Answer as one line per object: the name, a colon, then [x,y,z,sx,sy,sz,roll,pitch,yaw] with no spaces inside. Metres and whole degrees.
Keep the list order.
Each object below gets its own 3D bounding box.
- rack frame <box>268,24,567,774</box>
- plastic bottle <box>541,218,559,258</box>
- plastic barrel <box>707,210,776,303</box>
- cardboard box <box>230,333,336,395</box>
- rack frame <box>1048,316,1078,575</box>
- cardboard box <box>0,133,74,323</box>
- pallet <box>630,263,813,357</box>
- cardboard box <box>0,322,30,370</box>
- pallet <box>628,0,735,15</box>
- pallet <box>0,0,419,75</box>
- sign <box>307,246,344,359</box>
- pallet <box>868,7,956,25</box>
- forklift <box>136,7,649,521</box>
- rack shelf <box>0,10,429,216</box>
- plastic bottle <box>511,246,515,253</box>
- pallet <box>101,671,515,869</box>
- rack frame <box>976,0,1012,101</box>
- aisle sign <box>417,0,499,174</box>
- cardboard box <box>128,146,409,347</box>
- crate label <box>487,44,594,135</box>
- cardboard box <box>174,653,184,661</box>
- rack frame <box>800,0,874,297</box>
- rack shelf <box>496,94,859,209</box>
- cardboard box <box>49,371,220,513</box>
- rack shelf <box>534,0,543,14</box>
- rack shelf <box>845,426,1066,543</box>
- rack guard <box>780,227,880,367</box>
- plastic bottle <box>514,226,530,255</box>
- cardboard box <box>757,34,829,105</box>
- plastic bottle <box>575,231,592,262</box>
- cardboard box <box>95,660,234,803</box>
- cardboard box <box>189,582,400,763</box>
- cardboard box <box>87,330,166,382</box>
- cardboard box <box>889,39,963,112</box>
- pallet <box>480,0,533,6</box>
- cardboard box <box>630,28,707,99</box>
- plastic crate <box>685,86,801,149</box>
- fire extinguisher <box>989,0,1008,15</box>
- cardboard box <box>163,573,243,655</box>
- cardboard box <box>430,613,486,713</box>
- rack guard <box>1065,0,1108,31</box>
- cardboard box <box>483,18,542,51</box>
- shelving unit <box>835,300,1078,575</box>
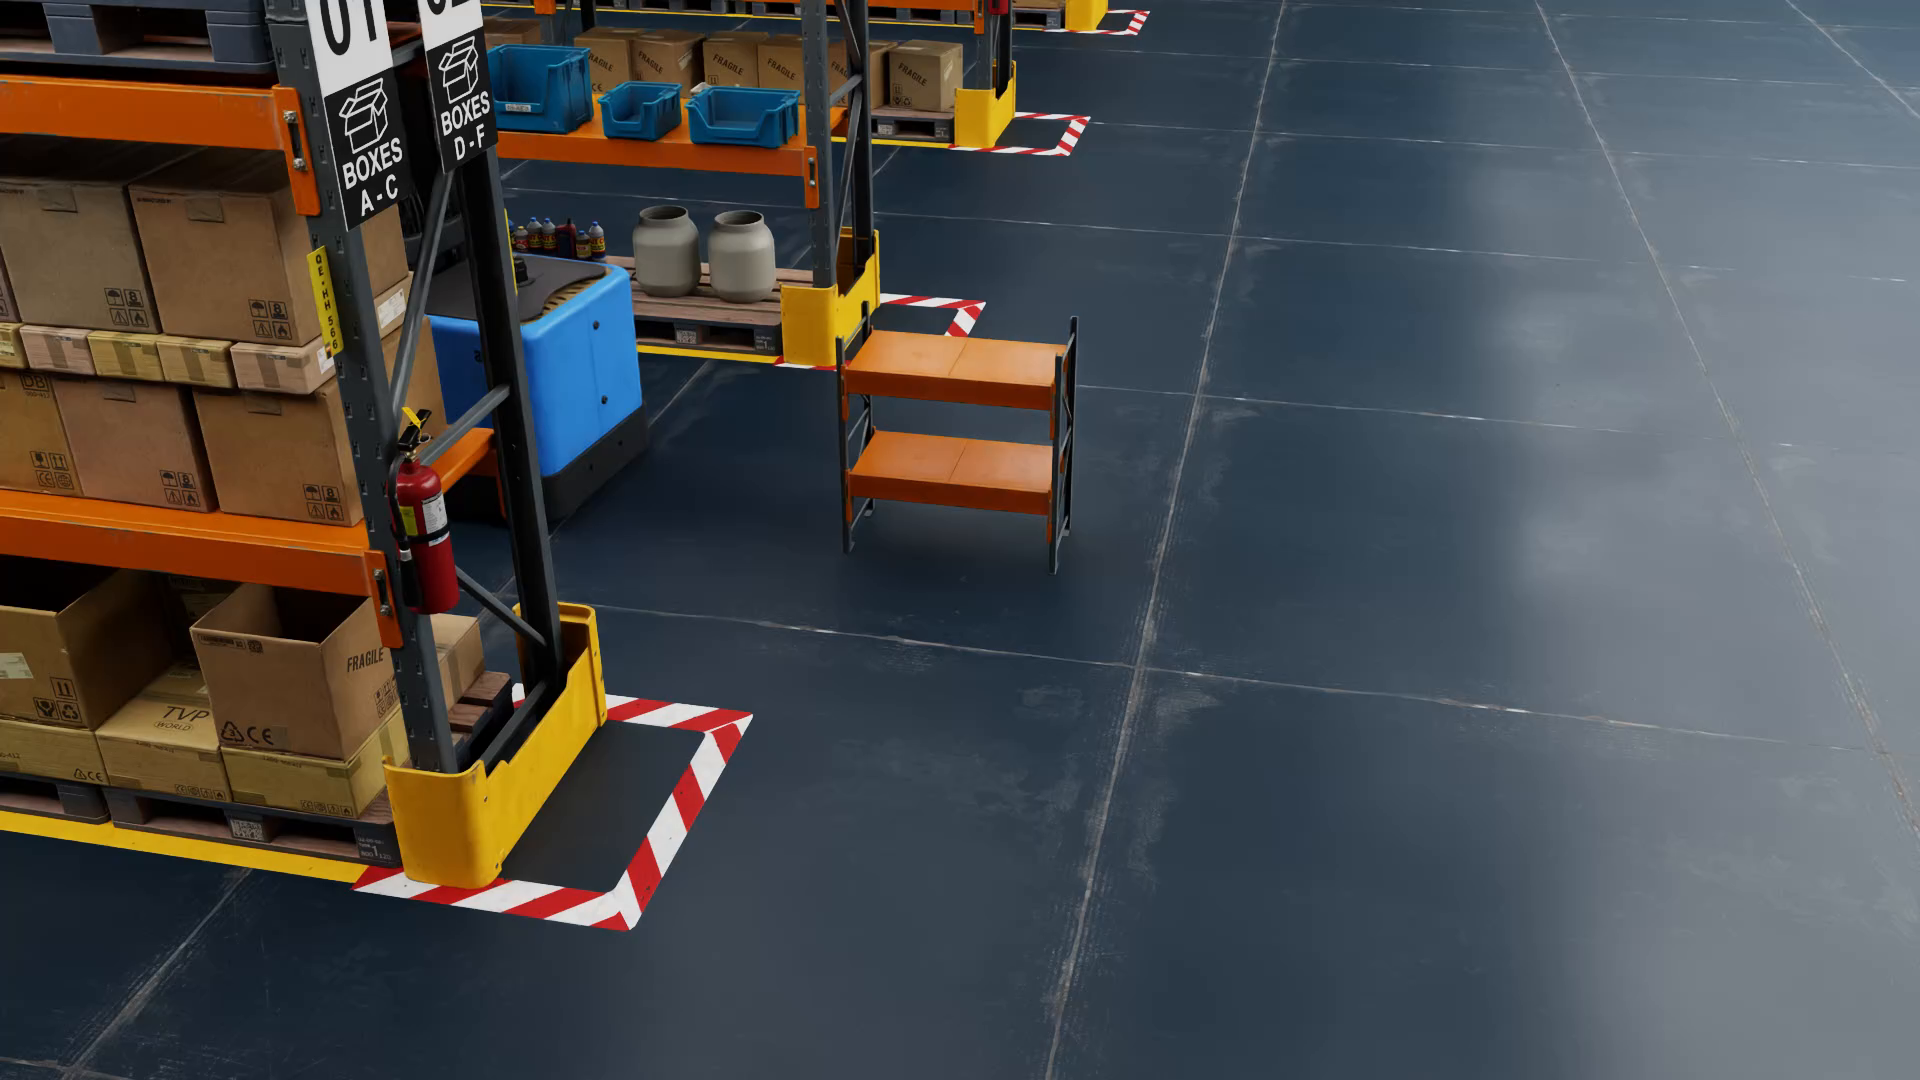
rack frame: [-1.767,-0.351,5.767,0.127,3.000,1.000,6,29,11]
plastic bottle: [-2.772,-2.035,11.227,0.097,0.271,0.097,0,29,0]
plastic barrel: [-1.388,-1.800,10.567,0.421,0.512,0.421,0,29,0]
cardboard box: [-2.180,-0.628,5.494,0.250,0.149,0.380,5,29,10]
rack frame: [0.491,-0.443,7.888,0.032,1.125,0.500,6,29,11]
cardboard box: [-3.281,-1.122,5.721,0.500,0.500,0.700,6,29,11]
pallet: [-1.606,-1.523,10.812,1.213,0.211,1.003,6,29,11]
cardboard box: [-3.189,-0.732,5.683,0.250,0.149,0.380,7,29,12]
pallet: [-3.242,-6.542,19.979,1.213,0.211,1.003,6,29,11]
pallet: [-2.453,-1.711,5.220,1.213,0.211,1.003,6,29,11]
sign: [-1.893,-0.709,4.969,0.005,0.325,0.100,6,29,11]
pallet: [-0.547,-6.266,19.475,1.213,0.211,1.003,6,29,11]
forklift: [-3.267,-1.775,8.440,3.031,2.935,1.130,9,30,17]
rack shelf: [-3.722,-1.552,5.586,4.000,0.370,1.077,6,29,11]
plastic bottle: [-2.835,-1.745,10.684,0.133,0.283,0.061,6,29,11]
pallet: [-2.523,0.815,6.541,1.213,0.211,1.003,6,29,11]
rack frame: [0.306,-5.003,14.264,0.127,3.000,1.000,6,29,11]
aisle sign: [-1.638,-1.628,5.394,0.004,0.787,0.394,6,29,11]
cardboard box: [-2.272,-1.022,5.538,0.500,0.500,0.700,6,29,11]
crate label: [-2.585,-2.750,10.112,0.616,0.435,0.502,6,29,11]
cardboard box: [-3.223,0.414,6.796,0.500,0.250,0.500,6,29,11]
rack frame: [-0.729,-2.677,10.015,0.127,3.000,1.000,6,29,11]
rack shelf: [-2.684,-2.562,10.555,4.000,0.370,1.077,6,29,11]
cardboard box: [-2.735,-0.498,5.932,0.500,0.500,0.700,7,29,12]
rack shelf: [-5.562,-5.289,15.536,4.000,0.370,1.077,6,29,11]
rack shelf: [-0.007,-0.280,8.099,1.000,0.278,0.538,6,29,11]
rack guard: [-0.813,-1.566,10.589,0.348,0.500,1.175,6,29,11]
plastic bottle: [-2.966,-2.025,11.280,0.097,0.201,0.097,0,29,0]
cardboard box: [-1.501,-4.276,15.103,0.500,0.500,0.500,9,30,15]
plastic bottle: [-2.538,-1.981,11.200,0.097,0.201,0.097,0,29,0]
cardboard box: [-2.844,0.712,6.253,0.500,0.250,0.500,6,29,11]
cardboard box: [-2.353,0.428,5.989,0.500,0.500,0.500,6,29,11]
cardboard box: [-2.686,-0.679,5.587,0.250,0.149,0.380,5,29,10]
cardboard box: [-0.301,-4.161,14.892,0.500,0.500,0.500,11,31,20]
pallet: [-5.628,-6.787,20.426,1.213,0.211,1.003,6,29,11]
cardboard box: [-2.661,-4.379,15.290,0.500,0.500,0.500,16,32,26]
plastic crate: [-1.280,-2.521,9.886,0.616,0.251,0.499,6,29,11]
fire extinguisher: [0.322,-4.741,13.866,0.183,0.674,0.296,6,29,11]
cardboard box: [-2.734,0.135,6.525,0.500,0.500,0.500,6,29,11]
cardboard box: [-2.245,0.513,6.616,0.500,0.250,0.500,6,29,11]
rack guard: [1.464,-6.223,19.096,0.348,0.500,1.175,6,29,11]
cardboard box: [-4.202,-4.572,15.622,0.500,0.500,0.700,4,29,7]
shelving unit: [-0.007,-0.494,7.981,1.048,1.125,0.538,6,29,11]
